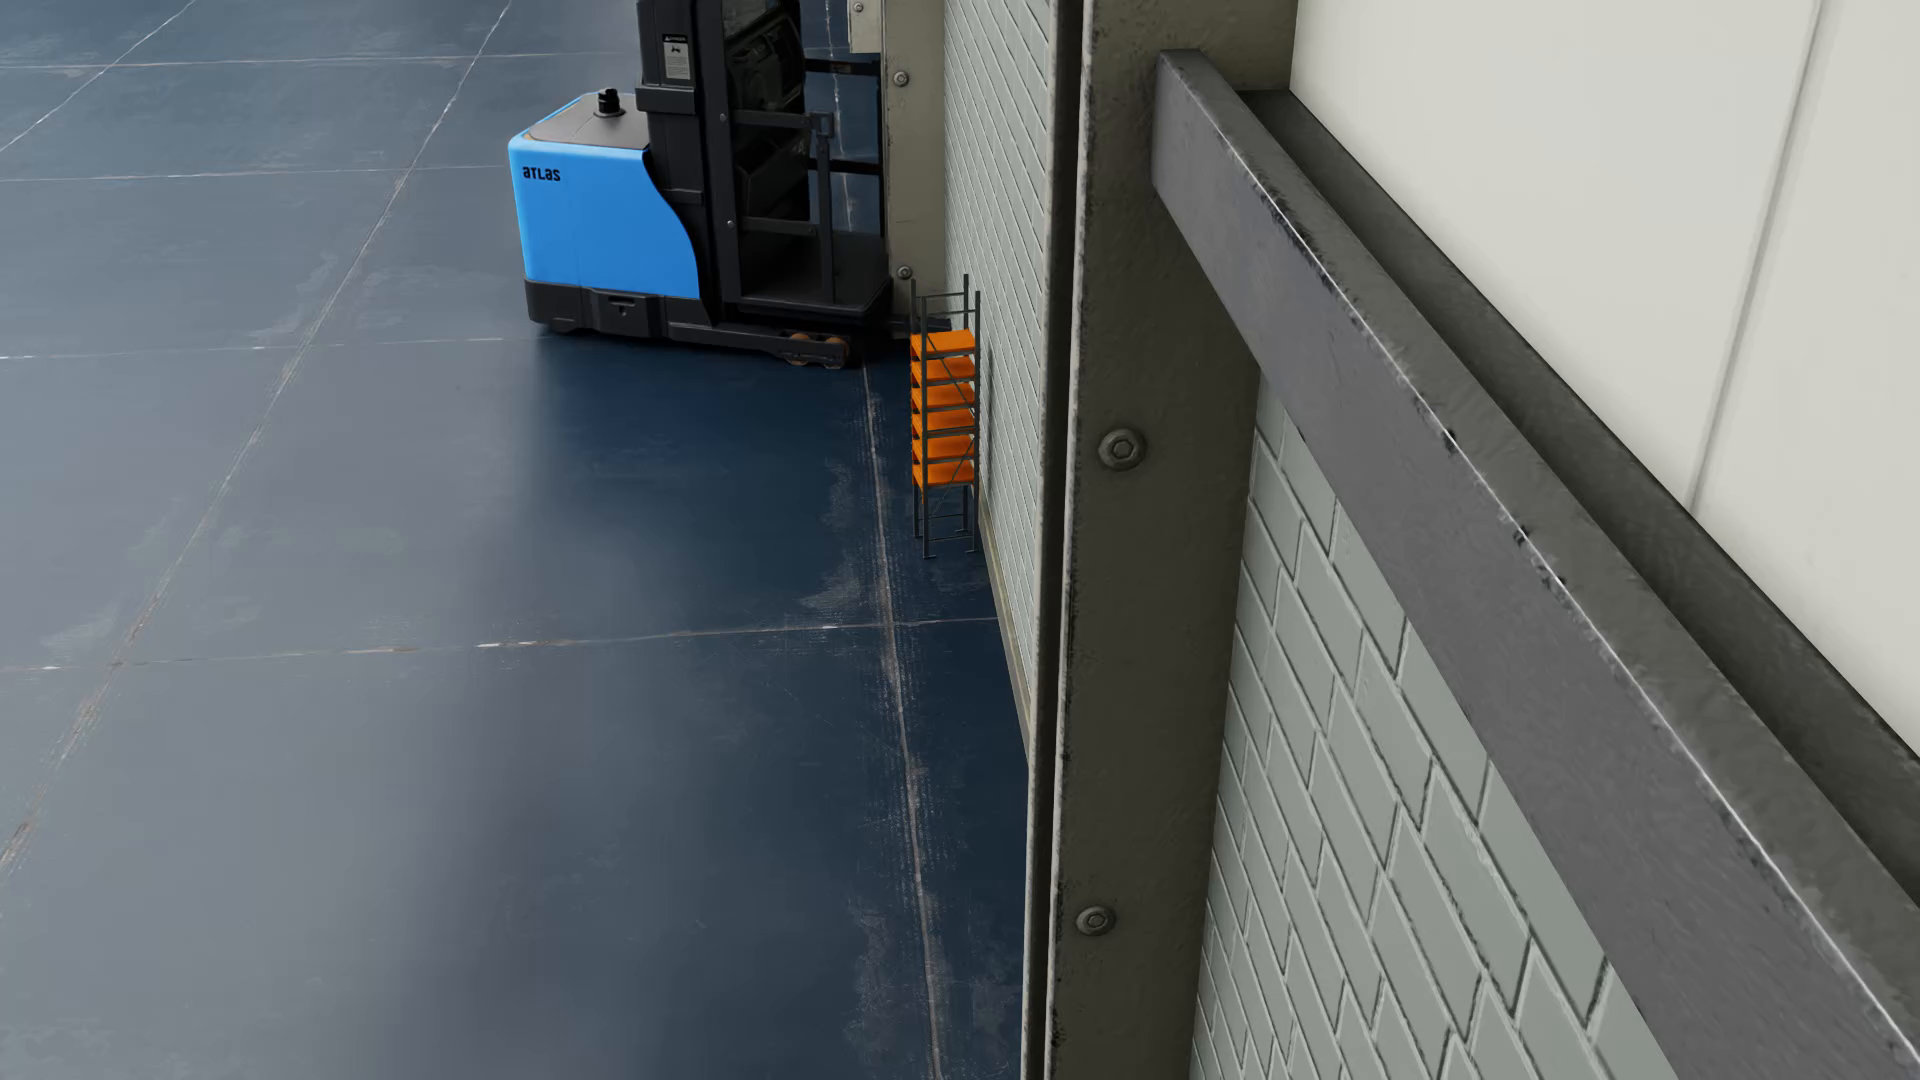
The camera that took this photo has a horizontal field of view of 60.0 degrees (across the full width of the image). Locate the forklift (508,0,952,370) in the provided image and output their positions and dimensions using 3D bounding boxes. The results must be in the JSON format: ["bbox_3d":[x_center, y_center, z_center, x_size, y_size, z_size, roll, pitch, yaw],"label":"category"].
[{"bbox_3d":[-0.803,-2.456,8.503,3.031,2.935,1.130,8,32,13],"label":"forklift"}]

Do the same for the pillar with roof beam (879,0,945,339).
[{"bbox_3d":[-4.529,-4.866,6.622,9.100,9.000,0.400,-3,31,-5],"label":"pillar with roof beam"}]

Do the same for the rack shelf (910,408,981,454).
[{"bbox_3d":[-0.060,-0.460,6.935,0.258,0.103,0.180,-7,32,-12],"label":"rack shelf"}]

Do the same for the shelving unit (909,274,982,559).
[{"bbox_3d":[-0.060,-0.498,6.912,0.258,1.200,0.189,-7,32,-12],"label":"shelving unit"}]

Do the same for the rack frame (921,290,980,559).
[{"bbox_3d":[-0.037,-0.453,6.836,0.240,1.200,0.006,-7,32,-12],"label":"rack frame"}]

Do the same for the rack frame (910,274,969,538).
[{"bbox_3d":[-0.083,-0.543,6.988,0.240,1.200,0.006,-7,32,-12],"label":"rack frame"}]

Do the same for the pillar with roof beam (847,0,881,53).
[{"bbox_3d":[-5.089,-7.930,11.750,9.100,9.000,0.400,-3,31,-5],"label":"pillar with roof beam"}]

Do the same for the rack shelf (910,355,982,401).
[{"bbox_3d":[-0.060,-0.666,6.812,0.258,0.103,0.180,-7,32,-12],"label":"rack shelf"}]

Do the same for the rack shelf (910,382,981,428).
[{"bbox_3d":[-0.060,-0.563,6.874,0.258,0.103,0.180,-7,32,-12],"label":"rack shelf"}]

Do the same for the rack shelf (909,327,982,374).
[{"bbox_3d":[-0.060,-0.769,6.751,0.258,0.103,0.180,-7,32,-12],"label":"rack shelf"}]

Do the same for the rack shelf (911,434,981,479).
[{"bbox_3d":[-0.061,-0.356,6.996,0.258,0.103,0.180,-7,32,-12],"label":"rack shelf"}]

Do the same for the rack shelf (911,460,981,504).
[{"bbox_3d":[-0.061,-0.253,7.057,0.258,0.103,0.180,-7,32,-12],"label":"rack shelf"}]
